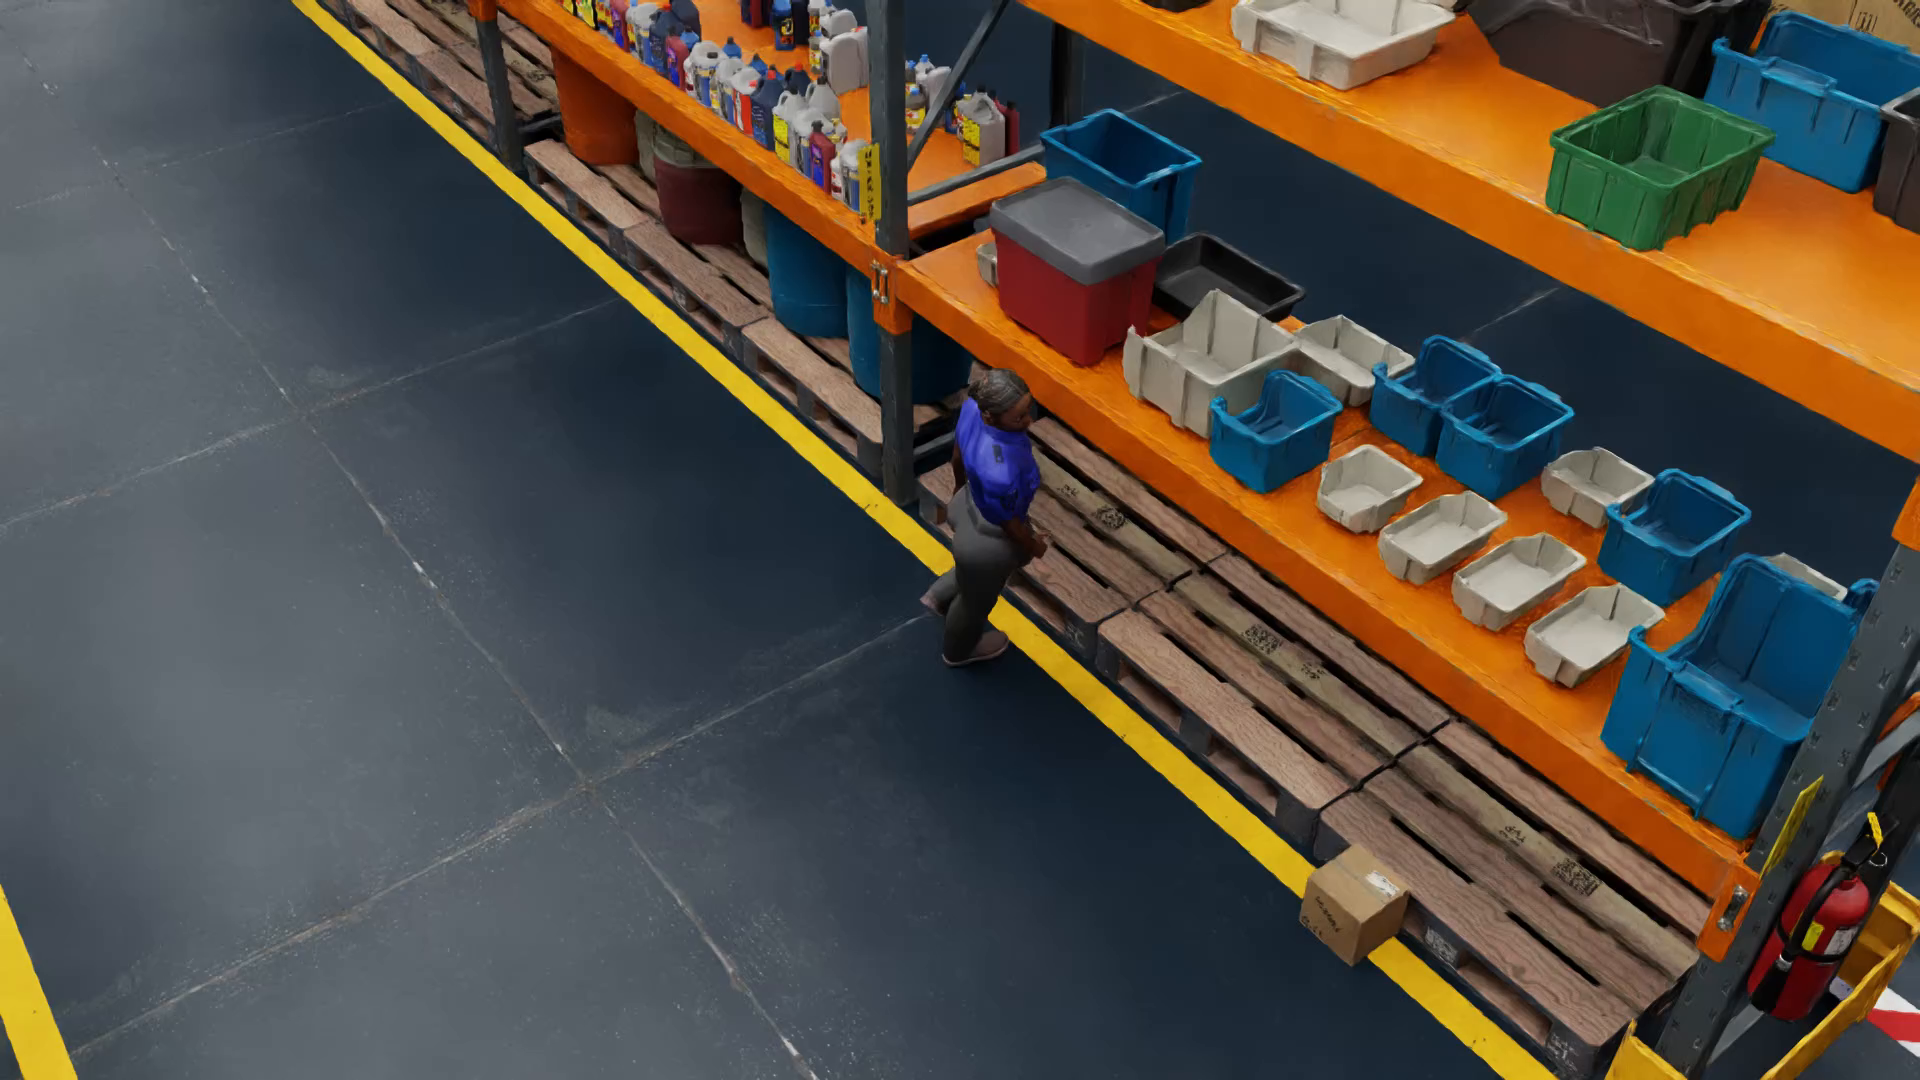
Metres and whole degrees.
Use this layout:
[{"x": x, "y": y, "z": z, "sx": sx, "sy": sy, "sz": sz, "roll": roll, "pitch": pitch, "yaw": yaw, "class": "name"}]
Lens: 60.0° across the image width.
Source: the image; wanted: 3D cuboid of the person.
[{"x": 0.109, "y": -0.072, "z": 6.243, "sx": 0.470, "sy": 1.613, "sz": 0.663, "roll": -8, "pitch": 41, "yaw": -9, "class": "person"}]
